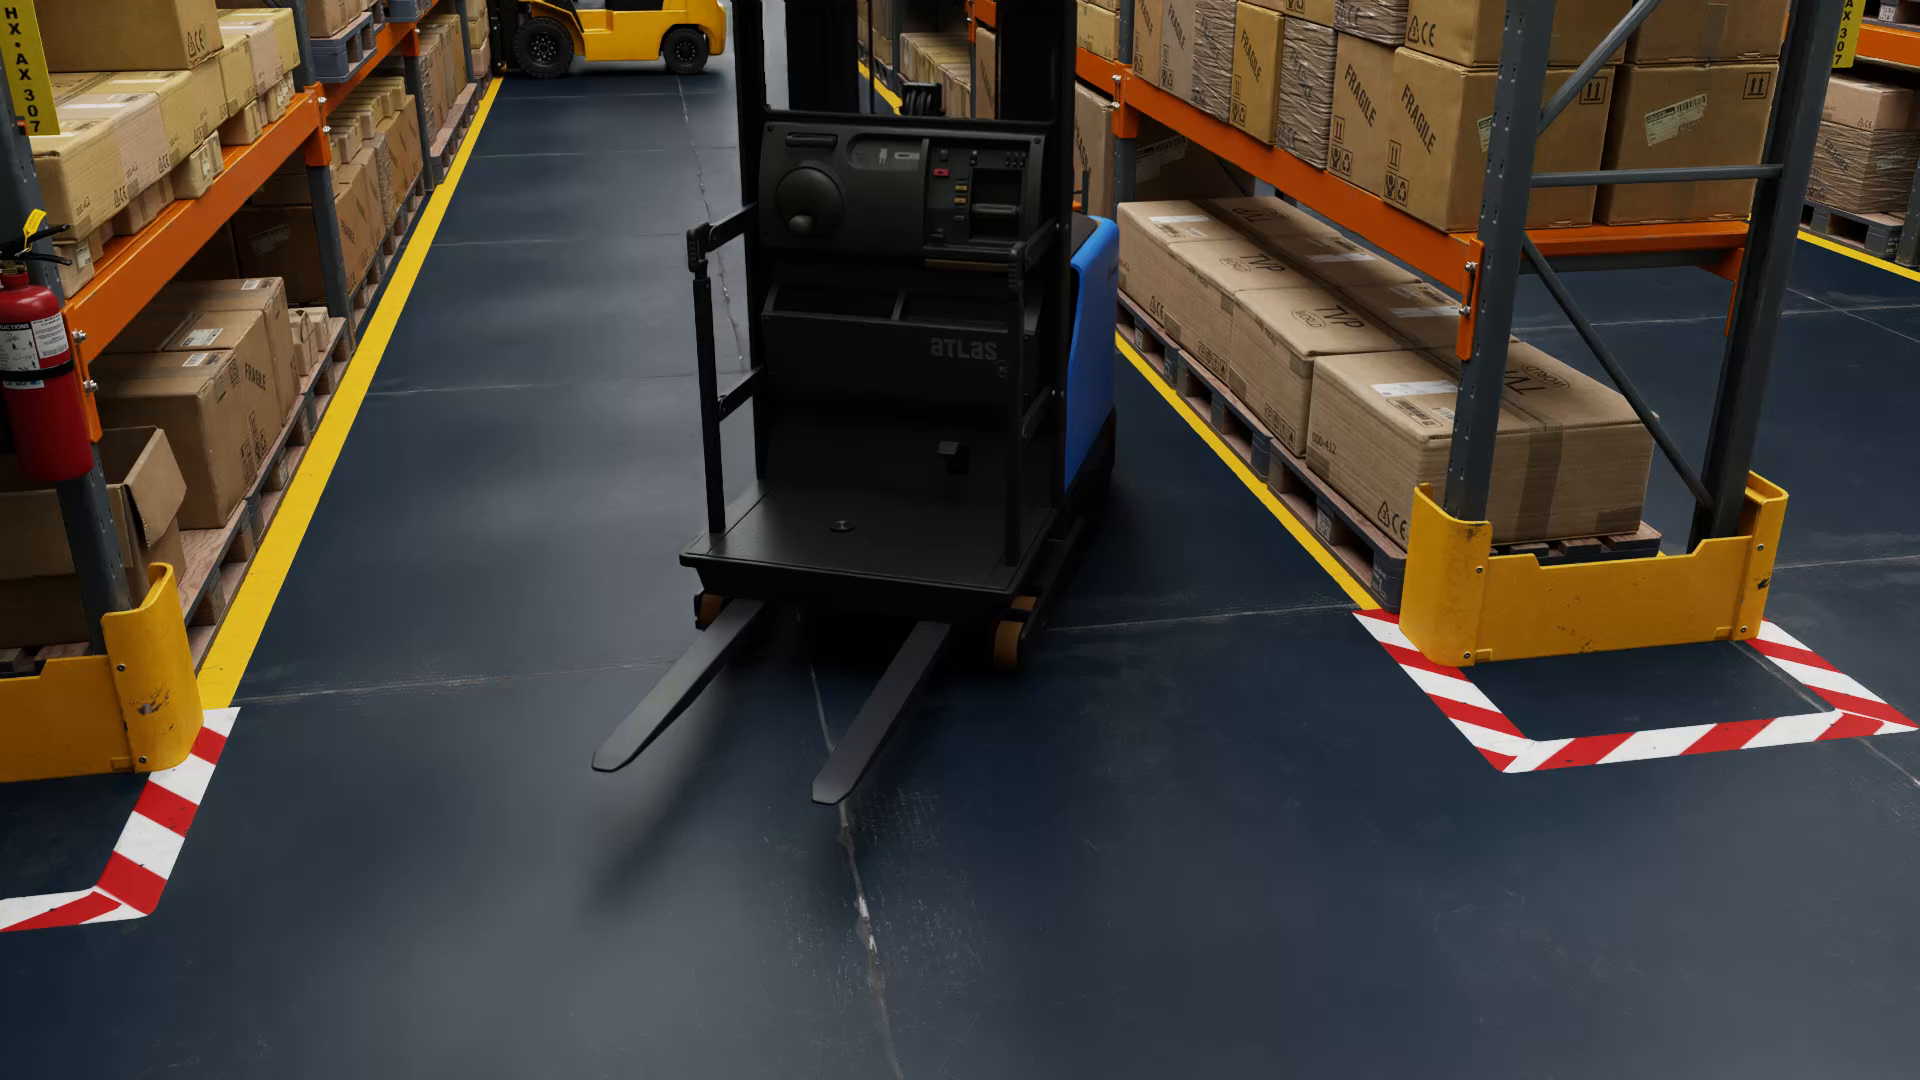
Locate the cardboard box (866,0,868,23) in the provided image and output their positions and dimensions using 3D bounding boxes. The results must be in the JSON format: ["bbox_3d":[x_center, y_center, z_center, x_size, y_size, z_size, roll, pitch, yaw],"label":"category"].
[{"bbox_3d":[-0.722,-5.693,17.511,0.500,0.500,0.500,-3,24,-7],"label":"cardboard box"}]

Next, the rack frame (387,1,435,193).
[{"bbox_3d":[-4.295,-3.861,11.343,1.000,3.000,0.127,-4,24,-10],"label":"rack frame"}]

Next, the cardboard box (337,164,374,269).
[{"bbox_3d":[-3.532,-1.751,9.109,0.500,0.500,0.500,-5,24,-10],"label":"cardboard box"}]

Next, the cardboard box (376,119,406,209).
[{"bbox_3d":[-3.824,-2.355,10.492,0.500,0.500,0.500,-3,24,-7],"label":"cardboard box"}]

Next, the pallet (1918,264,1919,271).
[{"bbox_3d":[6.327,-1.523,9.474,1.003,0.211,1.213,-4,24,-10],"label":"pallet"}]

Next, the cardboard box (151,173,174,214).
[{"bbox_3d":[-2.824,-1.155,5.460,0.380,0.149,0.250,-4,24,-9],"label":"cardboard box"}]

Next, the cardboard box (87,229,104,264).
[{"bbox_3d":[-2.700,-0.846,4.753,0.380,0.149,0.250,-4,24,-8],"label":"cardboard box"}]

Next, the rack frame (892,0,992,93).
[{"bbox_3d":[-0.158,-5.803,15.790,1.000,3.000,0.127,-4,24,-10],"label":"rack frame"}]

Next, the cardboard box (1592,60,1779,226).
[{"bbox_3d":[2.255,-1.339,5.444,0.500,0.500,0.500,-4,24,-10],"label":"cardboard box"}]

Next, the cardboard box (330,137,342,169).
[{"bbox_3d":[-3.610,-2.103,9.106,0.380,0.149,0.250,-5,24,-11],"label":"cardboard box"}]

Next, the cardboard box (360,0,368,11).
[{"bbox_3d":[-3.435,-2.994,9.000,0.396,0.266,0.258,-3,24,-7],"label":"cardboard box"}]

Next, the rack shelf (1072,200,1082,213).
[{"bbox_3d":[0.303,-1.353,6.866,0.258,0.148,0.480,-10,25,-21],"label":"rack shelf"}]

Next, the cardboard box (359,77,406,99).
[{"bbox_3d":[-3.955,-3.030,11.228,0.380,0.149,0.250,-5,24,-12],"label":"cardboard box"}]

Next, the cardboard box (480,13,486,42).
[{"bbox_3d":[-4.916,-5.007,16.253,0.500,0.250,0.500,-4,24,-10],"label":"cardboard box"}]

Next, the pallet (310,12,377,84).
[{"bbox_3d":[-3.596,-2.522,8.517,1.003,0.211,1.213,-4,24,-10],"label":"pallet"}]

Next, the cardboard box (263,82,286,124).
[{"bbox_3d":[-3.107,-1.865,7.086,0.380,0.149,0.250,-4,24,-8],"label":"cardboard box"}]

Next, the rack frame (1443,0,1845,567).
[{"bbox_3d":[2.061,-1.083,4.983,1.000,3.000,0.127,-4,24,-10],"label":"rack frame"}]

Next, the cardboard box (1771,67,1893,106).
[{"bbox_3d":[5.700,-2.931,10.874,0.500,0.250,0.500,-3,24,-7],"label":"cardboard box"}]

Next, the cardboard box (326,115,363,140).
[{"bbox_3d":[-3.742,-2.406,9.799,0.380,0.149,0.250,-4,24,-10],"label":"cardboard box"}]

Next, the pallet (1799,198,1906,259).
[{"bbox_3d":[6.022,-2.091,10.774,1.003,0.211,1.213,-4,24,-10],"label":"pallet"}]

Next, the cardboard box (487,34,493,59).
[{"bbox_3d":[-5.018,-4.981,16.819,0.500,0.250,0.500,-4,24,-9],"label":"cardboard box"}]

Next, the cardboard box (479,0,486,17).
[{"bbox_3d":[-4.901,-5.241,16.163,0.500,0.250,0.500,-4,24,-10],"label":"cardboard box"}]

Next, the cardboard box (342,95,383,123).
[{"bbox_3d":[-3.865,-2.711,10.497,0.380,0.149,0.250,-4,24,-8],"label":"cardboard box"}]

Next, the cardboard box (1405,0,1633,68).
[{"bbox_3d":[1.738,-1.759,5.157,0.500,0.500,0.500,-4,24,-8],"label":"cardboard box"}]

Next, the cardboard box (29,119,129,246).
[{"bbox_3d":[-2.635,-0.981,4.563,0.500,0.250,0.500,-4,24,-9],"label":"cardboard box"}]

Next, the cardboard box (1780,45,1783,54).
[{"bbox_3d":[5.995,-3.378,11.899,0.500,0.250,0.500,-4,24,-9],"label":"cardboard box"}]

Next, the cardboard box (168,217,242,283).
[{"bbox_3d":[-3.937,-1.506,8.549,0.500,0.500,0.500,-4,24,-10],"label":"cardboard box"}]

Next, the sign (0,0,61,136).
[{"bbox_3d":[-2.283,-1.152,4.057,0.100,0.325,0.005,-4,24,-10],"label":"sign"}]

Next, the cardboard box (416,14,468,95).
[{"bbox_3d":[-4.927,-4.334,14.869,0.875,0.625,0.625,-3,24,-7],"label":"cardboard box"}]

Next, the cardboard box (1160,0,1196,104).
[{"bbox_3d":[1.240,-2.300,7.645,0.500,0.500,0.500,-4,24,-9],"label":"cardboard box"}]

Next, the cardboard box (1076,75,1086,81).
[{"bbox_3d":[0.954,-2.468,10.284,0.875,0.875,0.875,-4,24,-8],"label":"cardboard box"}]

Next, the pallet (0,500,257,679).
[{"bbox_3d":[-2.978,0.220,5.483,1.003,0.211,1.213,-4,24,-10],"label":"pallet"}]

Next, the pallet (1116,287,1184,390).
[{"bbox_3d":[1.386,-1.074,8.445,1.003,0.211,1.213,-4,24,-10],"label":"pallet"}]

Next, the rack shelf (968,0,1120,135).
[{"bbox_3d":[0.952,-3.114,10.531,1.077,0.370,4.000,-4,24,-10],"label":"rack shelf"}]

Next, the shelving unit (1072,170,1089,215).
[{"bbox_3d":[0.303,-0.992,7.023,0.258,1.200,0.503,-10,25,-21],"label":"shelving unit"}]

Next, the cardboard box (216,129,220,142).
[{"bbox_3d":[-3.073,-1.551,6.369,0.380,0.149,0.250,-4,24,-9],"label":"cardboard box"}]

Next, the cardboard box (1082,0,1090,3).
[{"bbox_3d":[0.902,-3.169,9.320,0.500,0.250,0.500,-4,24,-8],"label":"cardboard box"}]

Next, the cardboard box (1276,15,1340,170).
[{"bbox_3d":[1.529,-1.700,6.269,0.500,0.500,0.500,-4,24,-8],"label":"cardboard box"}]

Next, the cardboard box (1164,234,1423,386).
[{"bbox_3d":[1.499,-1.068,7.624,0.875,0.438,0.875,-5,24,-11],"label":"cardboard box"}]

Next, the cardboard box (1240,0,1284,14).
[{"bbox_3d":[1.433,-2.356,6.522,0.500,0.500,0.500,-4,24,-10],"label":"cardboard box"}]

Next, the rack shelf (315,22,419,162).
[{"bbox_3d":[-3.925,-2.745,9.686,1.077,0.370,4.000,-4,24,-10],"label":"rack shelf"}]

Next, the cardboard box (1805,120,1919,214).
[{"bbox_3d":[5.783,-2.382,10.555,0.500,0.500,0.500,-5,24,-11],"label":"cardboard box"}]

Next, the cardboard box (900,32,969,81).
[{"bbox_3d":[-0.058,-4.586,15.760,0.950,0.372,0.625,-4,24,-9],"label":"cardboard box"}]

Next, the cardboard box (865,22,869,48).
[{"bbox_3d":[-0.729,-5.358,17.680,0.500,0.250,0.500,-4,24,-9],"label":"cardboard box"}]

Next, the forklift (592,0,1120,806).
[{"bbox_3d":[-0.245,-1.095,5.095,1.130,2.935,3.031,6,24,14],"label":"forklift"}]

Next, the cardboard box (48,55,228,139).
[{"bbox_3d":[-2.941,-1.578,5.930,0.500,0.250,0.500,-5,24,-11],"label":"cardboard box"}]

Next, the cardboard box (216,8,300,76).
[{"bbox_3d":[-3.222,-2.173,7.294,0.500,0.250,0.500,-4,24,-8],"label":"cardboard box"}]

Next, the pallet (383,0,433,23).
[{"bbox_3d":[-4.101,-3.512,10.783,1.213,0.211,1.003,-4,24,-10],"label":"pallet"}]

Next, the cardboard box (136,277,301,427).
[{"bbox_3d":[-3.148,-0.757,6.833,0.700,0.500,0.500,-5,24,-12],"label":"cardboard box"}]

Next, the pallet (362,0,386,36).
[{"bbox_3d":[-3.931,-3.009,9.631,1.003,0.211,1.213,-4,24,-10],"label":"pallet"}]

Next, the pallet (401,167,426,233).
[{"bbox_3d":[-4.194,-2.287,11.223,1.003,0.211,1.213,-4,24,-10],"label":"pallet"}]

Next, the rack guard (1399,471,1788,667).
[{"bbox_3d":[2.066,0.072,5.462,1.175,0.500,0.348,-4,24,-10],"label":"rack guard"}]

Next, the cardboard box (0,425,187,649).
[{"bbox_3d":[-2.836,-0.011,5.121,0.797,0.503,0.637,-5,24,-12],"label":"cardboard box"}]

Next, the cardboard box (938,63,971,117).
[{"bbox_3d":[0.343,-3.731,13.803,0.950,0.372,0.625,-5,24,-11],"label":"cardboard box"}]

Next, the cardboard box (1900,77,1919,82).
[{"bbox_3d":[6.291,-2.764,10.492,0.500,0.250,0.500,-5,24,-12],"label":"cardboard box"}]

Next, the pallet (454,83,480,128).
[{"bbox_3d":[-4.860,-3.870,14.847,1.003,0.211,1.213,-4,24,-10],"label":"pallet"}]

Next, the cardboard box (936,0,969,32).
[{"bbox_3d":[-0.001,-5.332,16.684,0.500,0.500,0.500,-3,24,-7],"label":"cardboard box"}]

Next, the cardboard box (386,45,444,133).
[{"bbox_3d":[-4.526,-3.468,12.886,0.875,0.625,0.625,-4,24,-8],"label":"cardboard box"}]
